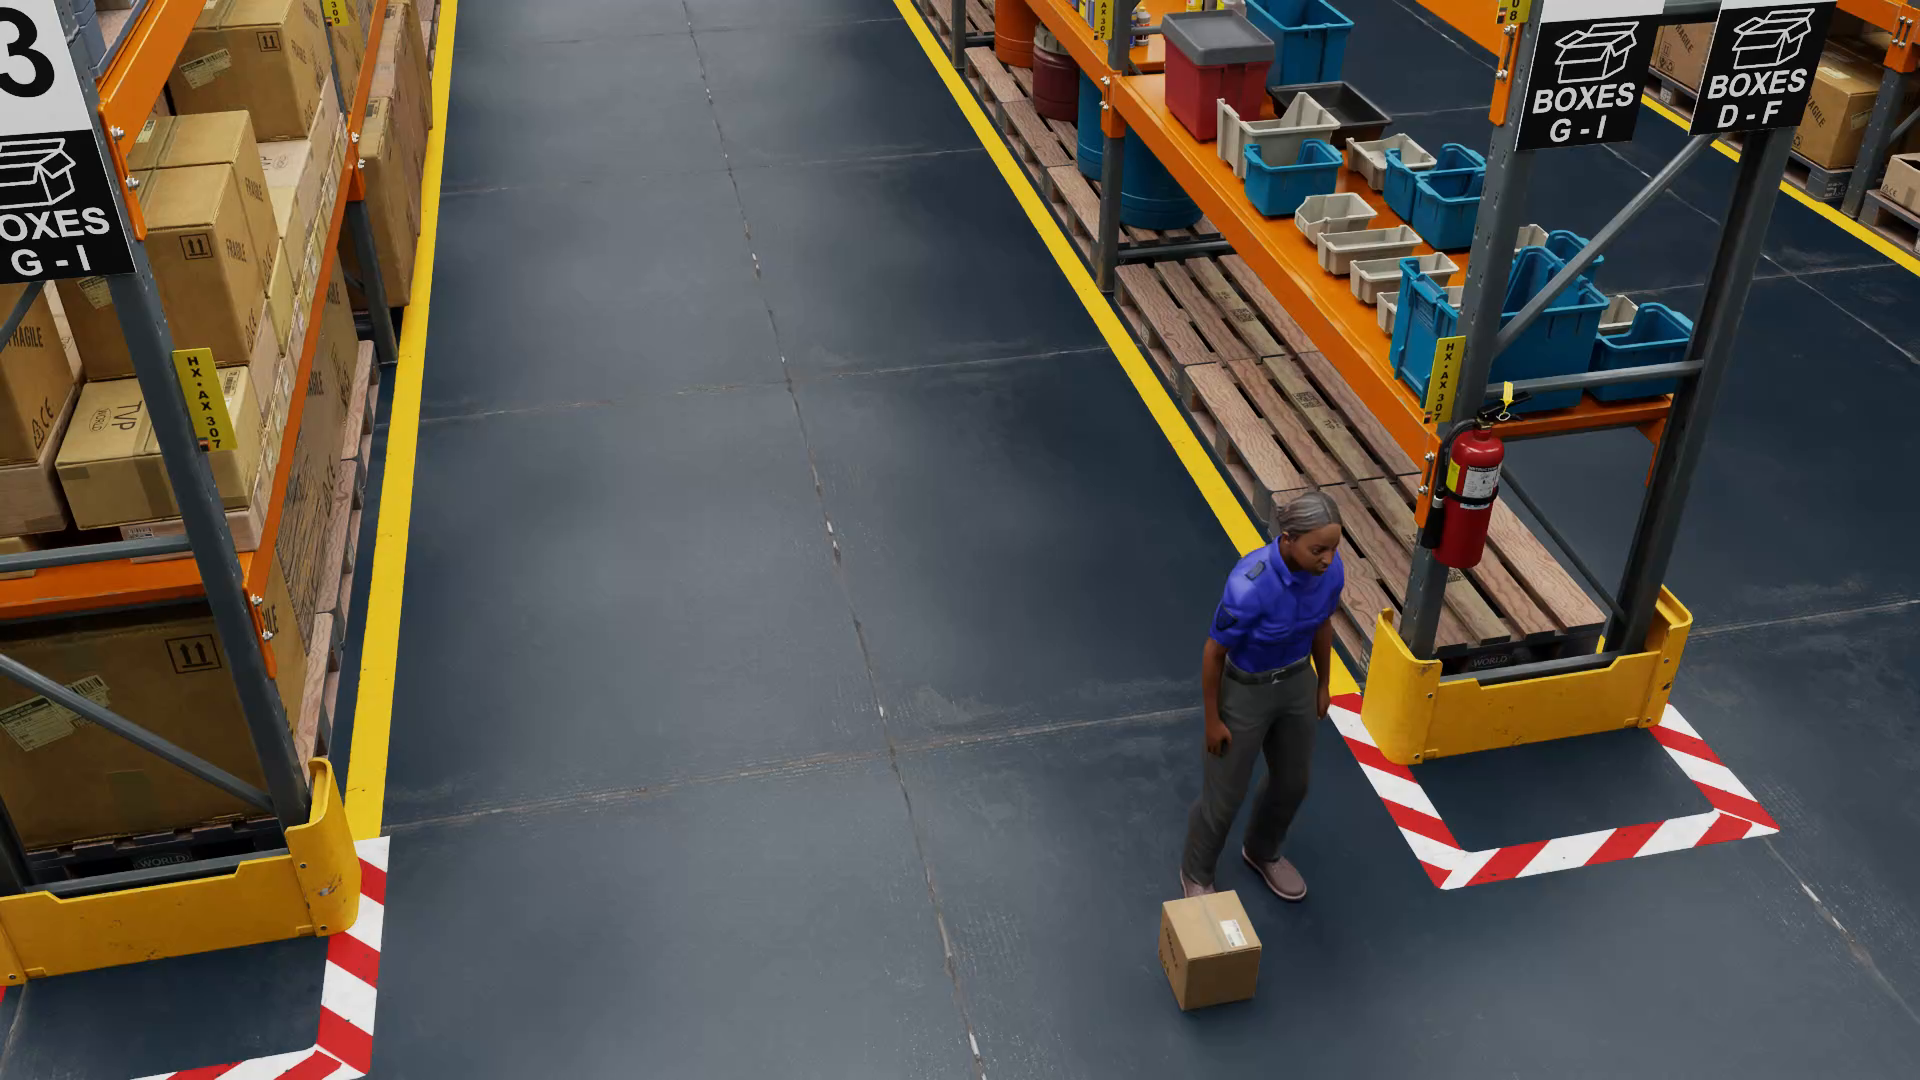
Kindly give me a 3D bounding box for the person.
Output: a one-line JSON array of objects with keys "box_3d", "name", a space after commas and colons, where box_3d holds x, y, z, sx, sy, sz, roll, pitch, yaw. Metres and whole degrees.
[{"box_3d": [0.987, 0.524, 5.388, 0.516, 1.653, 0.348, -15, 37, -21], "name": "person"}]
